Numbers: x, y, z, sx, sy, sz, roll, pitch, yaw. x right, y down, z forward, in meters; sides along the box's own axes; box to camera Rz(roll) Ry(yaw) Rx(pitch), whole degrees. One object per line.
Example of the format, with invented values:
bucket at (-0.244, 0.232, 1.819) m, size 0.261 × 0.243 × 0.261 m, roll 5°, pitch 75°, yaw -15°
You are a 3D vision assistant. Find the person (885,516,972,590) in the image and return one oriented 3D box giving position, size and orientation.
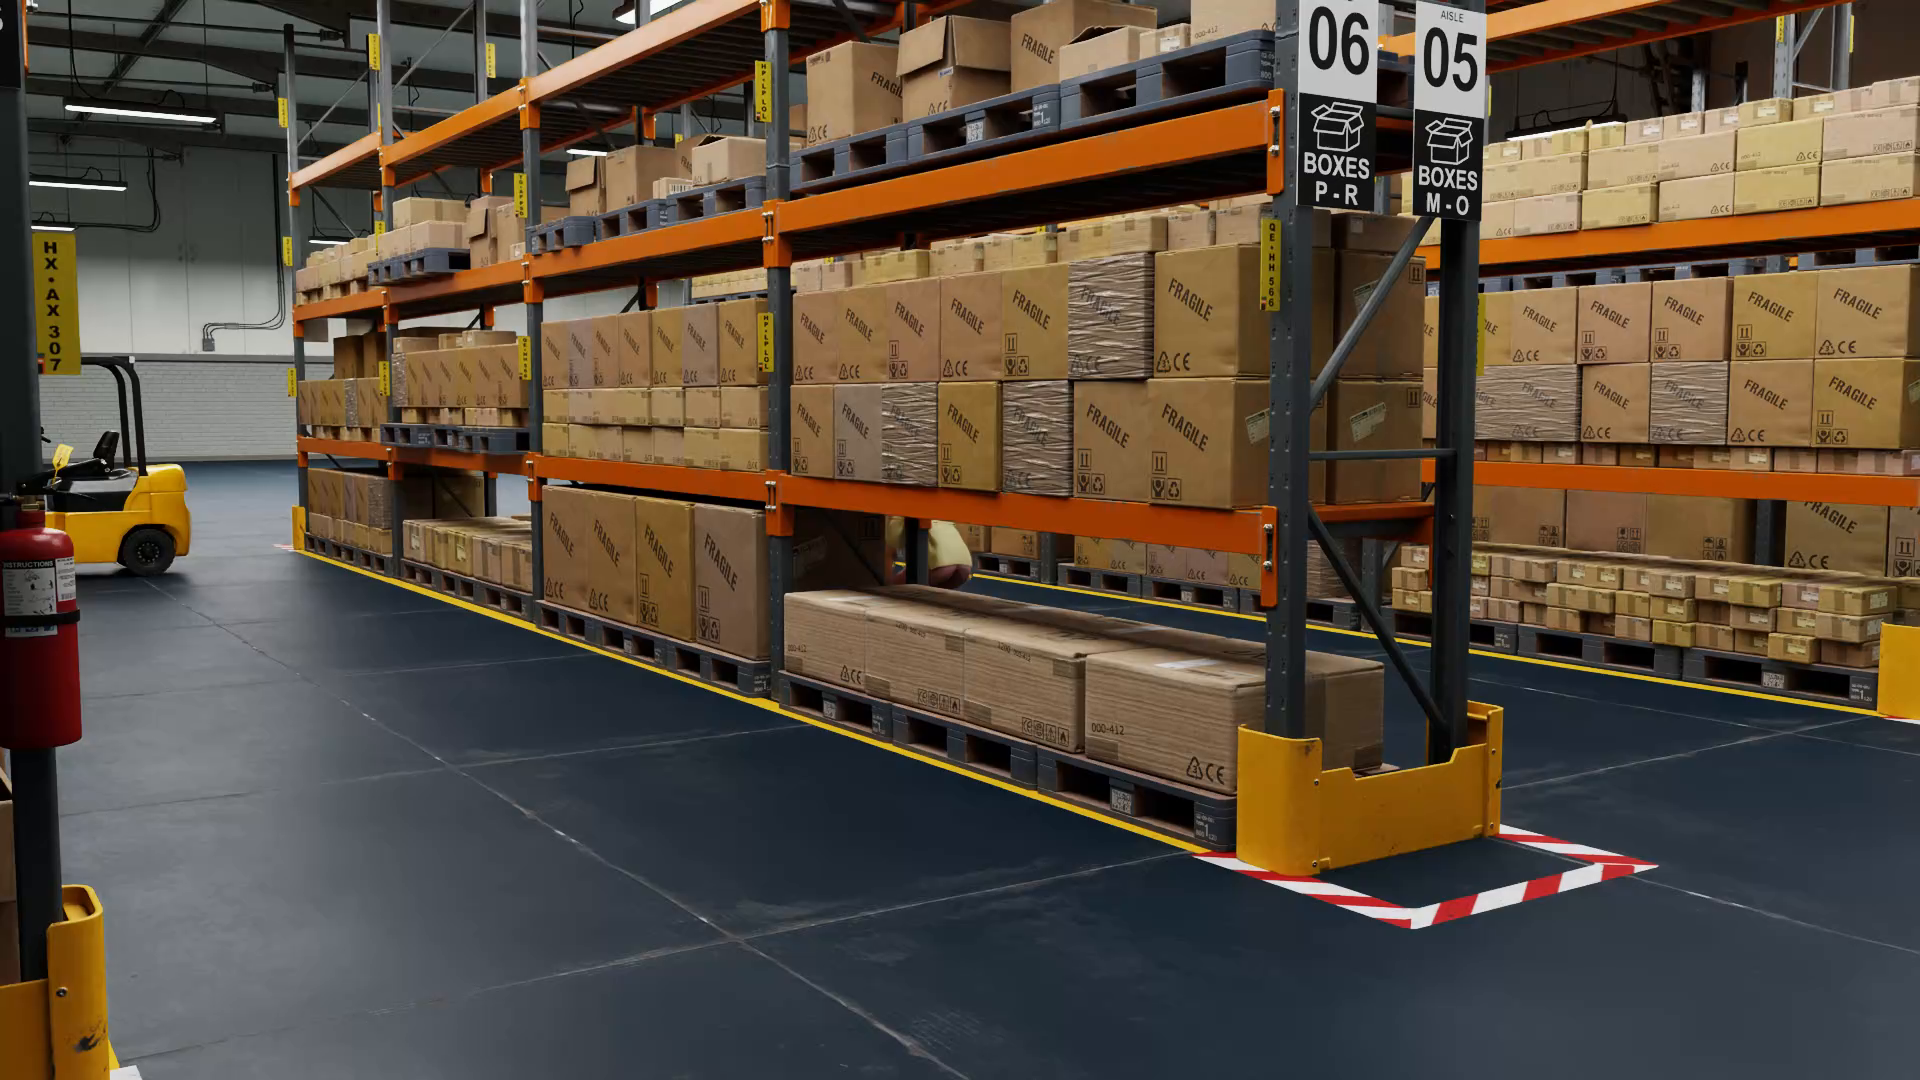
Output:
person at (-0.252, 0.199, 11.538) m, size 0.504 × 1.116 × 0.747 m, roll -3°, pitch 6°, yaw -34°
